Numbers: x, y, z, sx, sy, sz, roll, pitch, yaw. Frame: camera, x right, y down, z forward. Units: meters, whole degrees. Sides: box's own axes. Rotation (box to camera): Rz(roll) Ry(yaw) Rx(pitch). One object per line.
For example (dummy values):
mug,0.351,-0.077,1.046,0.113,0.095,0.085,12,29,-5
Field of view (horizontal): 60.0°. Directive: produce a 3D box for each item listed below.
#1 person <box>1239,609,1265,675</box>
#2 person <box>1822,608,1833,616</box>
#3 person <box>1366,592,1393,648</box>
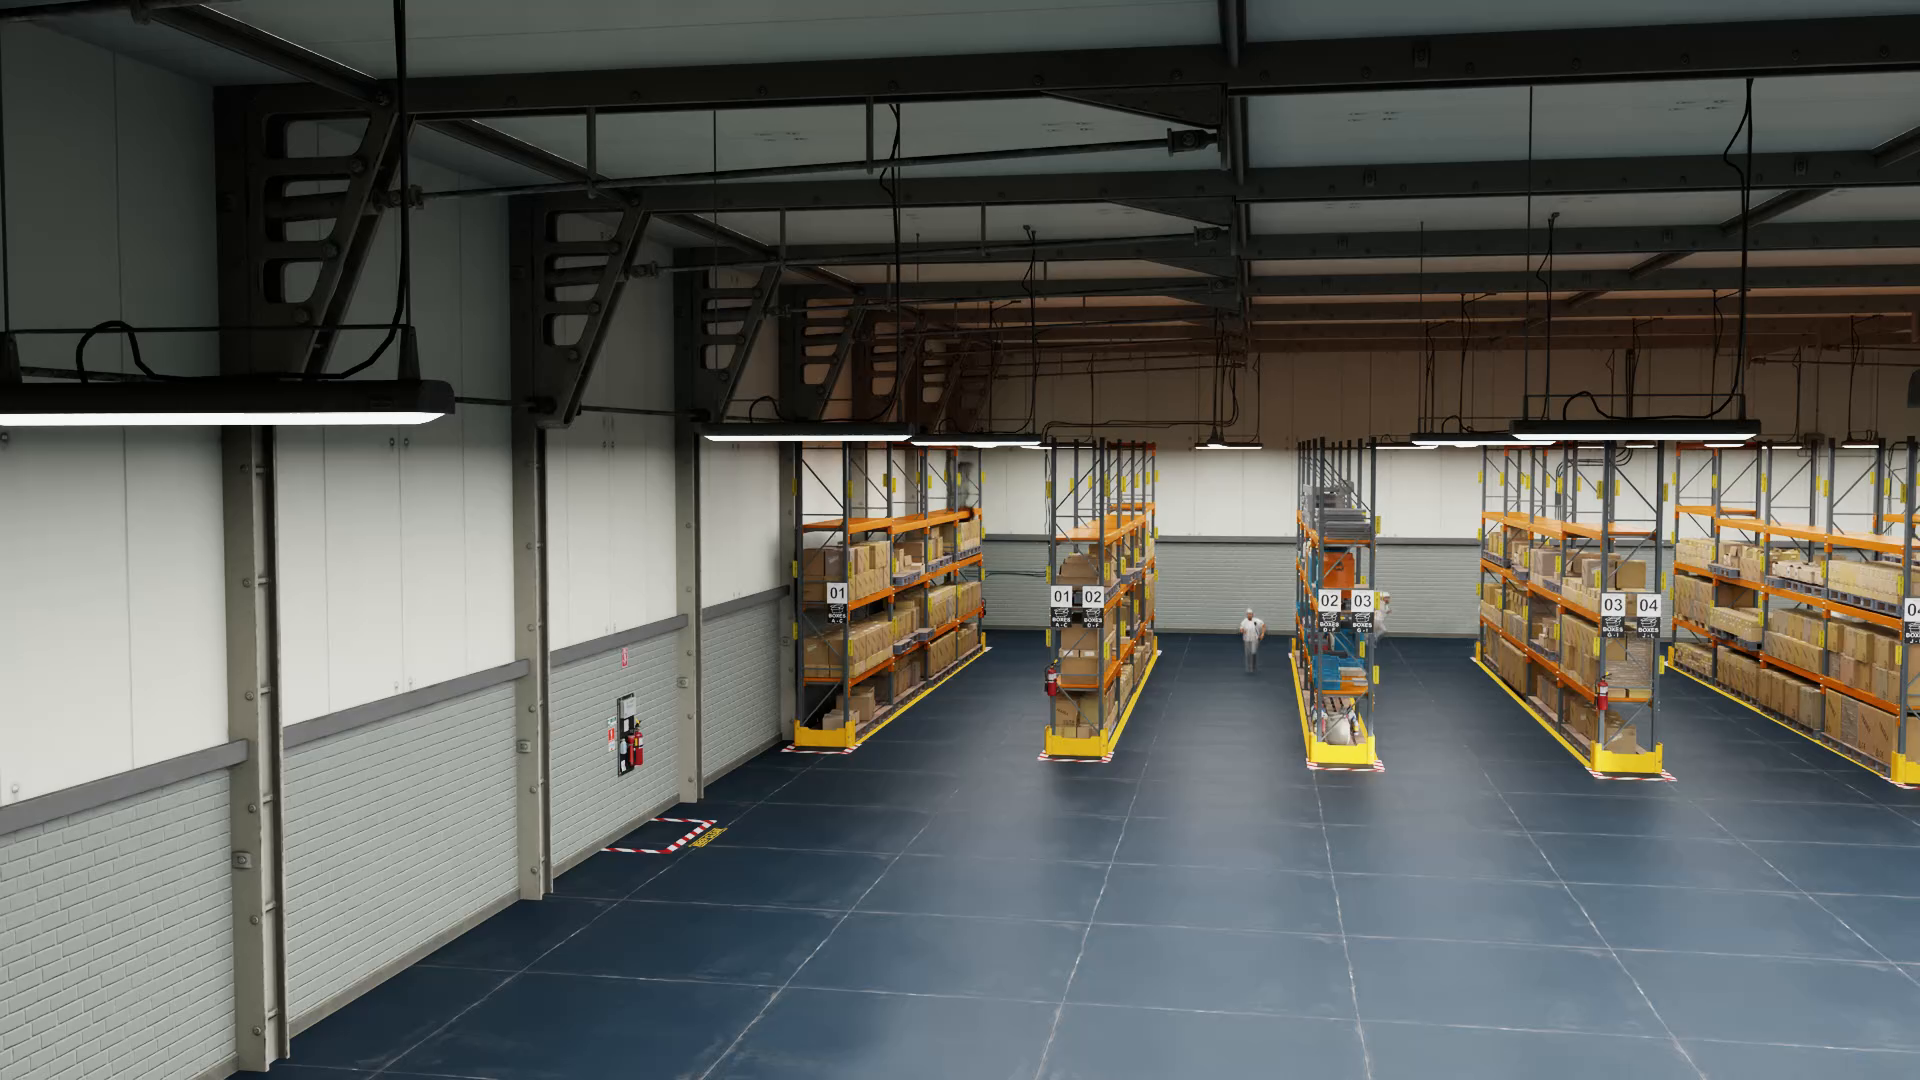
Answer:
person,7.532,2.629,42.924,0.613,1.684,0.852,1,3,22
person,23.557,2.466,45.200,0.597,1.753,0.679,1,3,17
person,12.263,2.351,48.635,0.804,1.667,0.710,2,4,37
